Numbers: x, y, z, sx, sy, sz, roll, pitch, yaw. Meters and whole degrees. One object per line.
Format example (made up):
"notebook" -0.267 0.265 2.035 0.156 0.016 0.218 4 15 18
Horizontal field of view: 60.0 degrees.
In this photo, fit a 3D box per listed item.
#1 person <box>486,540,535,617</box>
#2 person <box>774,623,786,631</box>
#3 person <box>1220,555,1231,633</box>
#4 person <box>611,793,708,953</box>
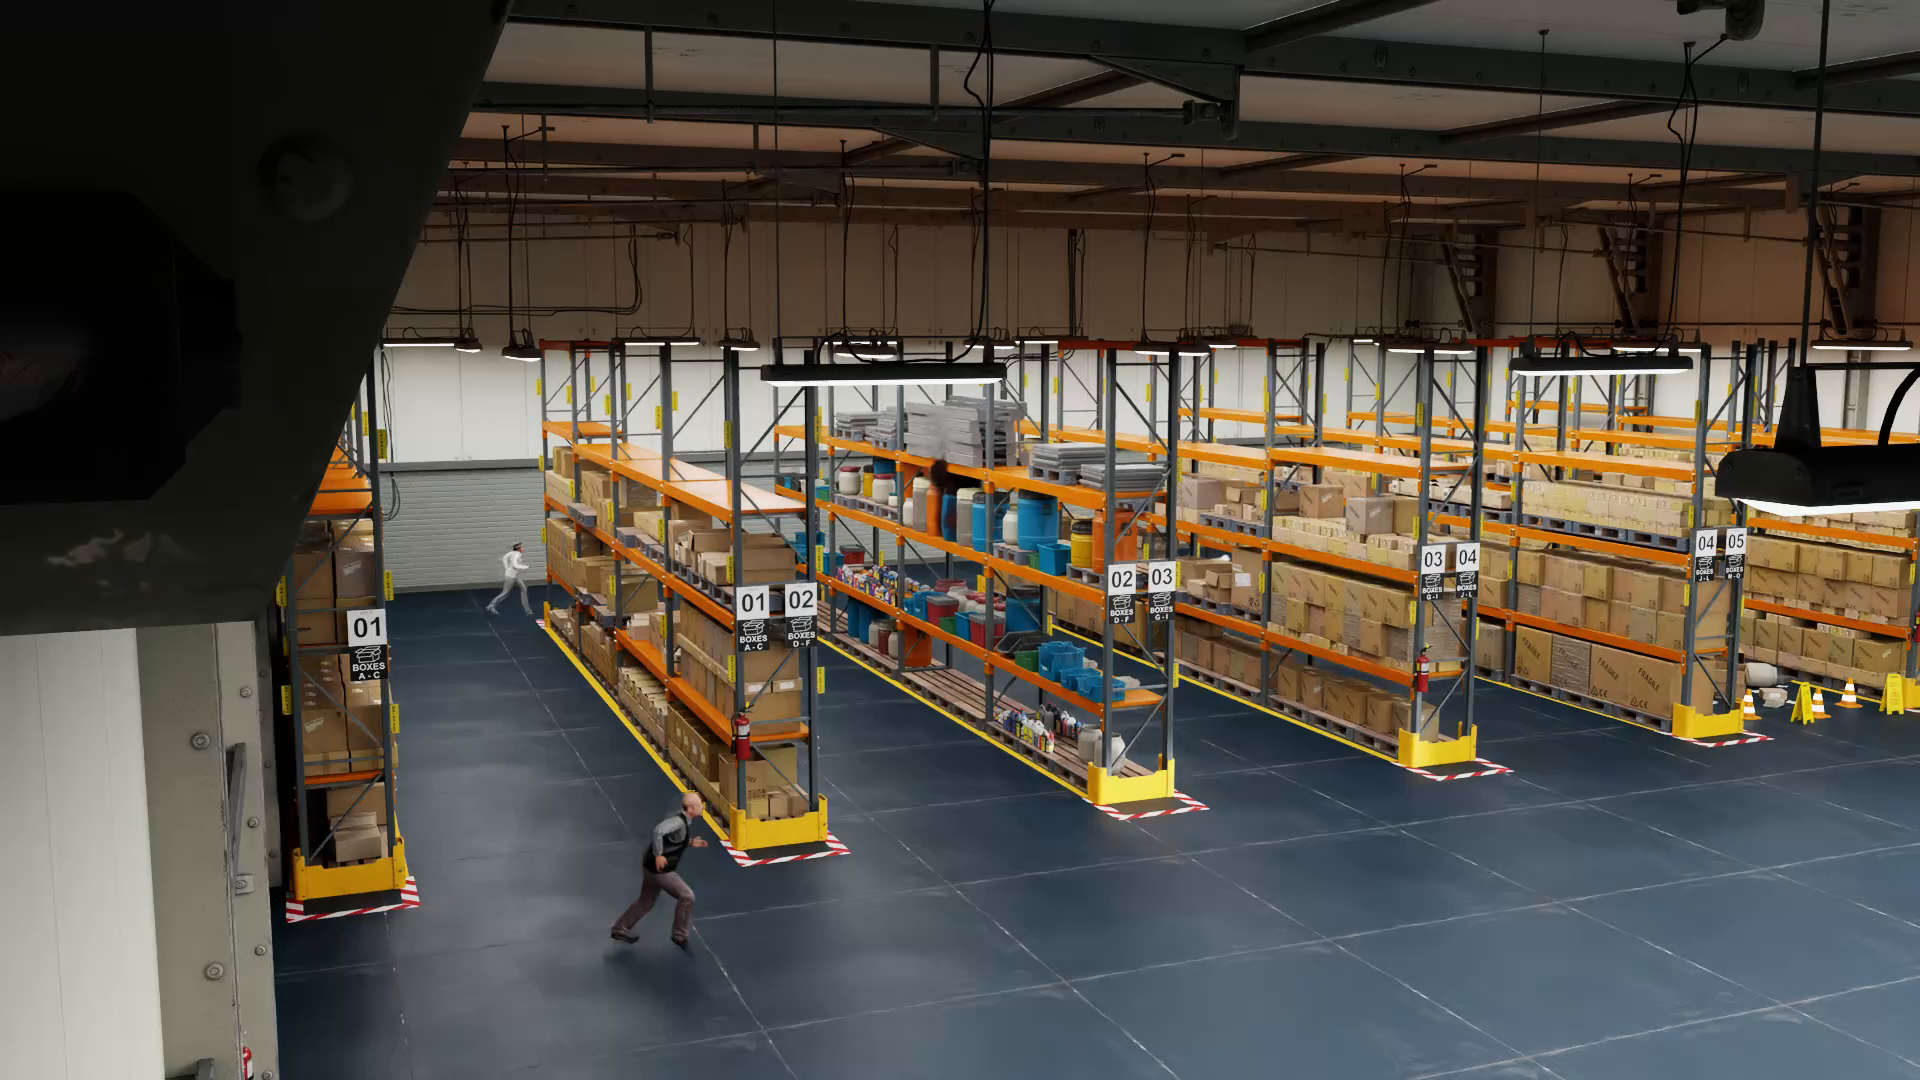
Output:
"person" -9.714 0.856 35.861 1.018 1.692 0.627 -2 8 -17
"person" -3.504 1.299 32.104 0.640 1.809 0.706 -1 8 -11
"person" 5.231 1.193 32.832 0.610 1.799 0.721 -4 8 -28
"person" -3.042 3.388 16.761 0.989 1.673 0.704 -1 7 -5
